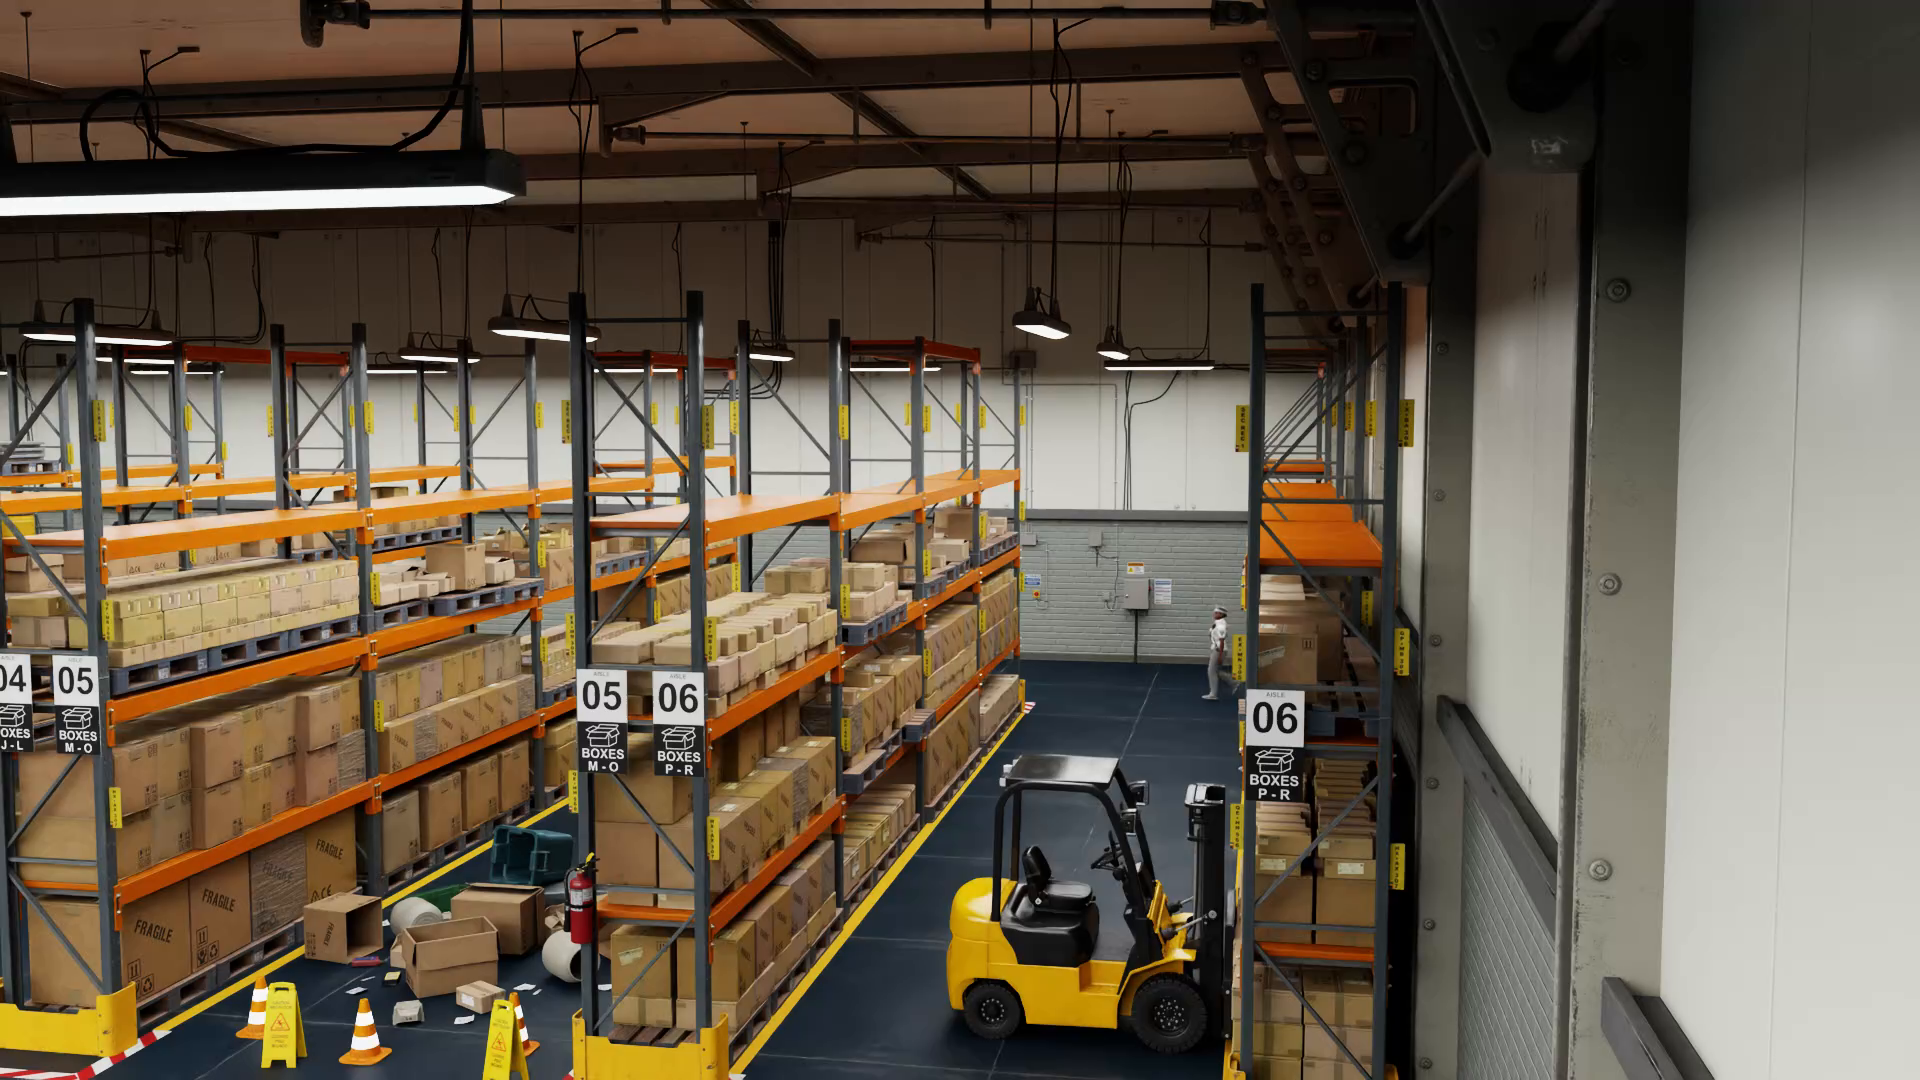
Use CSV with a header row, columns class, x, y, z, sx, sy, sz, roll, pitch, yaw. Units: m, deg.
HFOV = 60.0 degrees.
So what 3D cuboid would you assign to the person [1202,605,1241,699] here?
class,x,y,z,sx,sy,sz,roll,pitch,yaw
person,4.602,1.961,29.220,0.672,1.670,0.451,1,5,9
